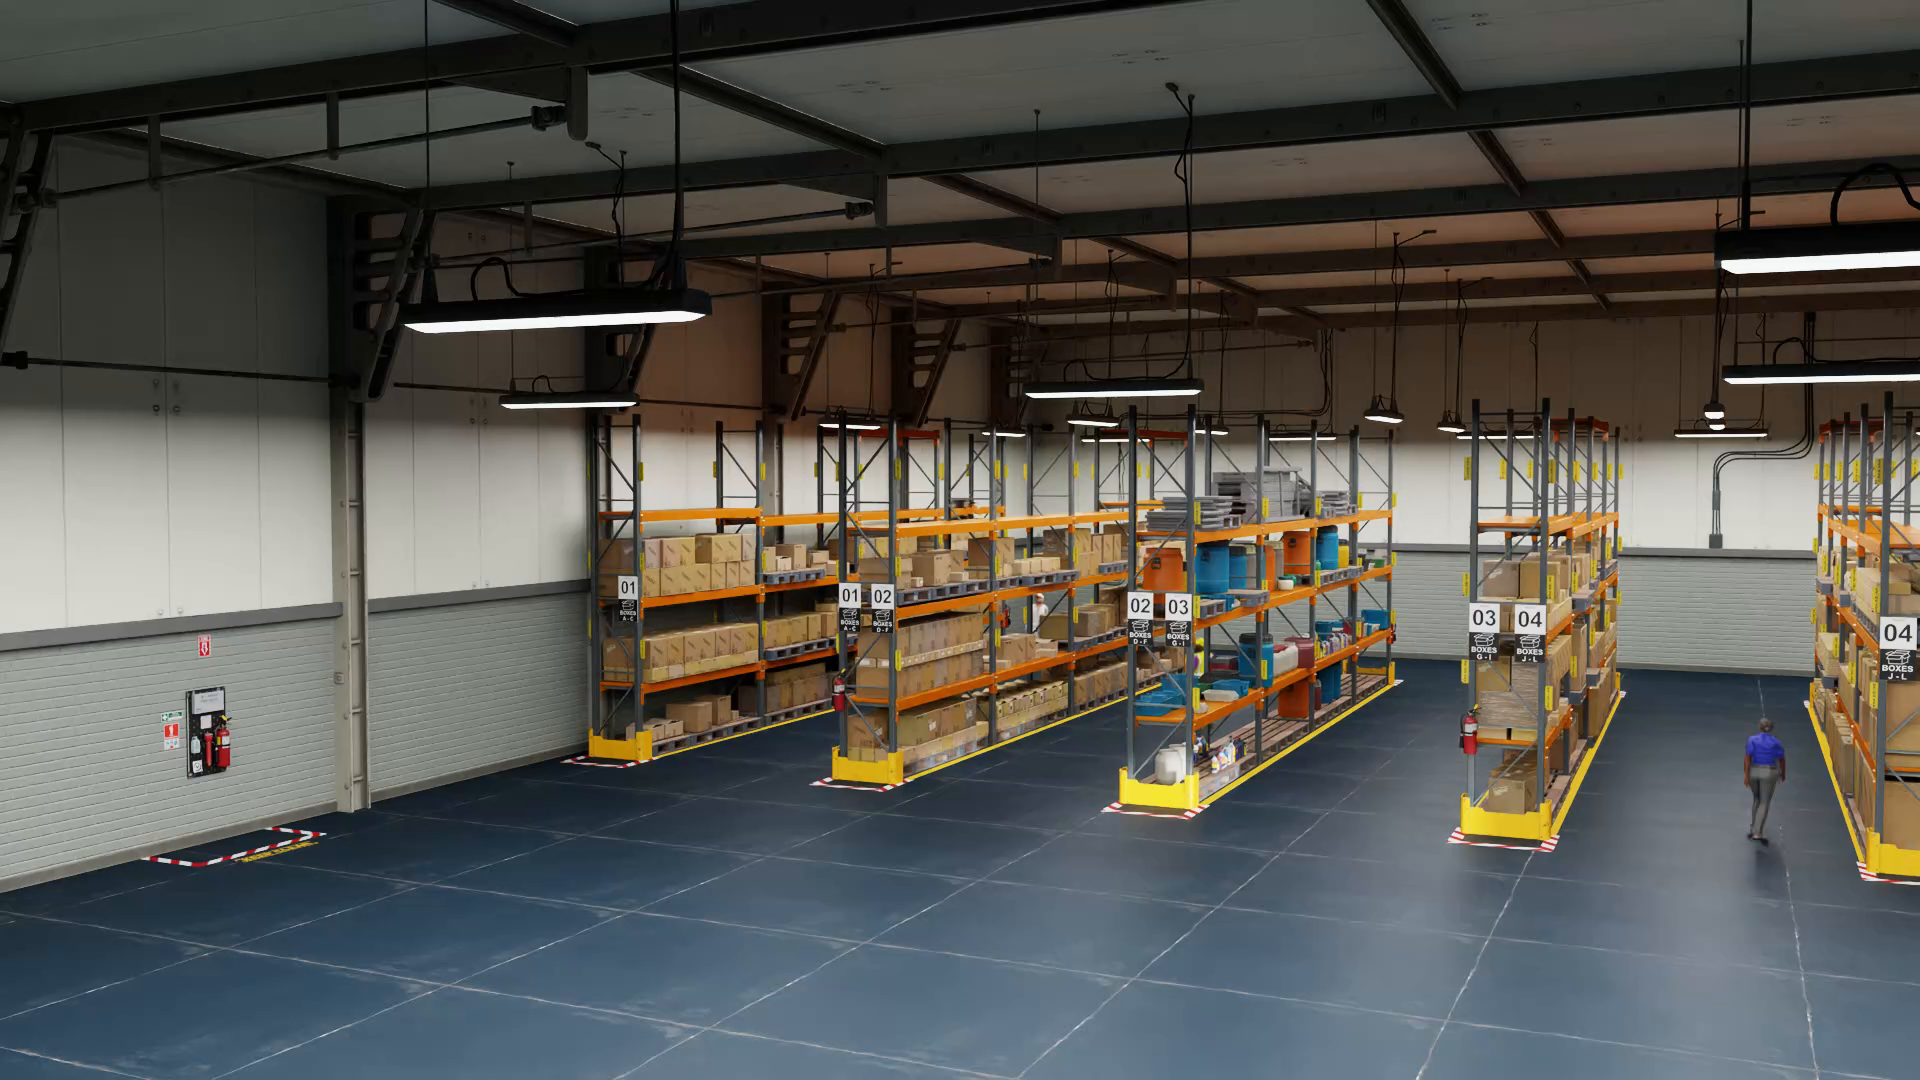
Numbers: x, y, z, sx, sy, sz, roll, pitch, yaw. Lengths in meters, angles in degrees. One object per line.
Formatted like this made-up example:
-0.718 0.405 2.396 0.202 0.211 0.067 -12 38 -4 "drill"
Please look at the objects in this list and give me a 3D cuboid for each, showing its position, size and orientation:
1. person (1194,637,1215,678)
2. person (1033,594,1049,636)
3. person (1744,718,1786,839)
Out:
4.738 2.784 32.603 0.641 1.768 0.460 -1 2 -19 "person"
2.095 2.316 43.986 0.577 1.773 0.637 0 2 -8 "person"
10.980 3.311 22.723 0.660 1.595 0.506 -2 3 -33 "person"
